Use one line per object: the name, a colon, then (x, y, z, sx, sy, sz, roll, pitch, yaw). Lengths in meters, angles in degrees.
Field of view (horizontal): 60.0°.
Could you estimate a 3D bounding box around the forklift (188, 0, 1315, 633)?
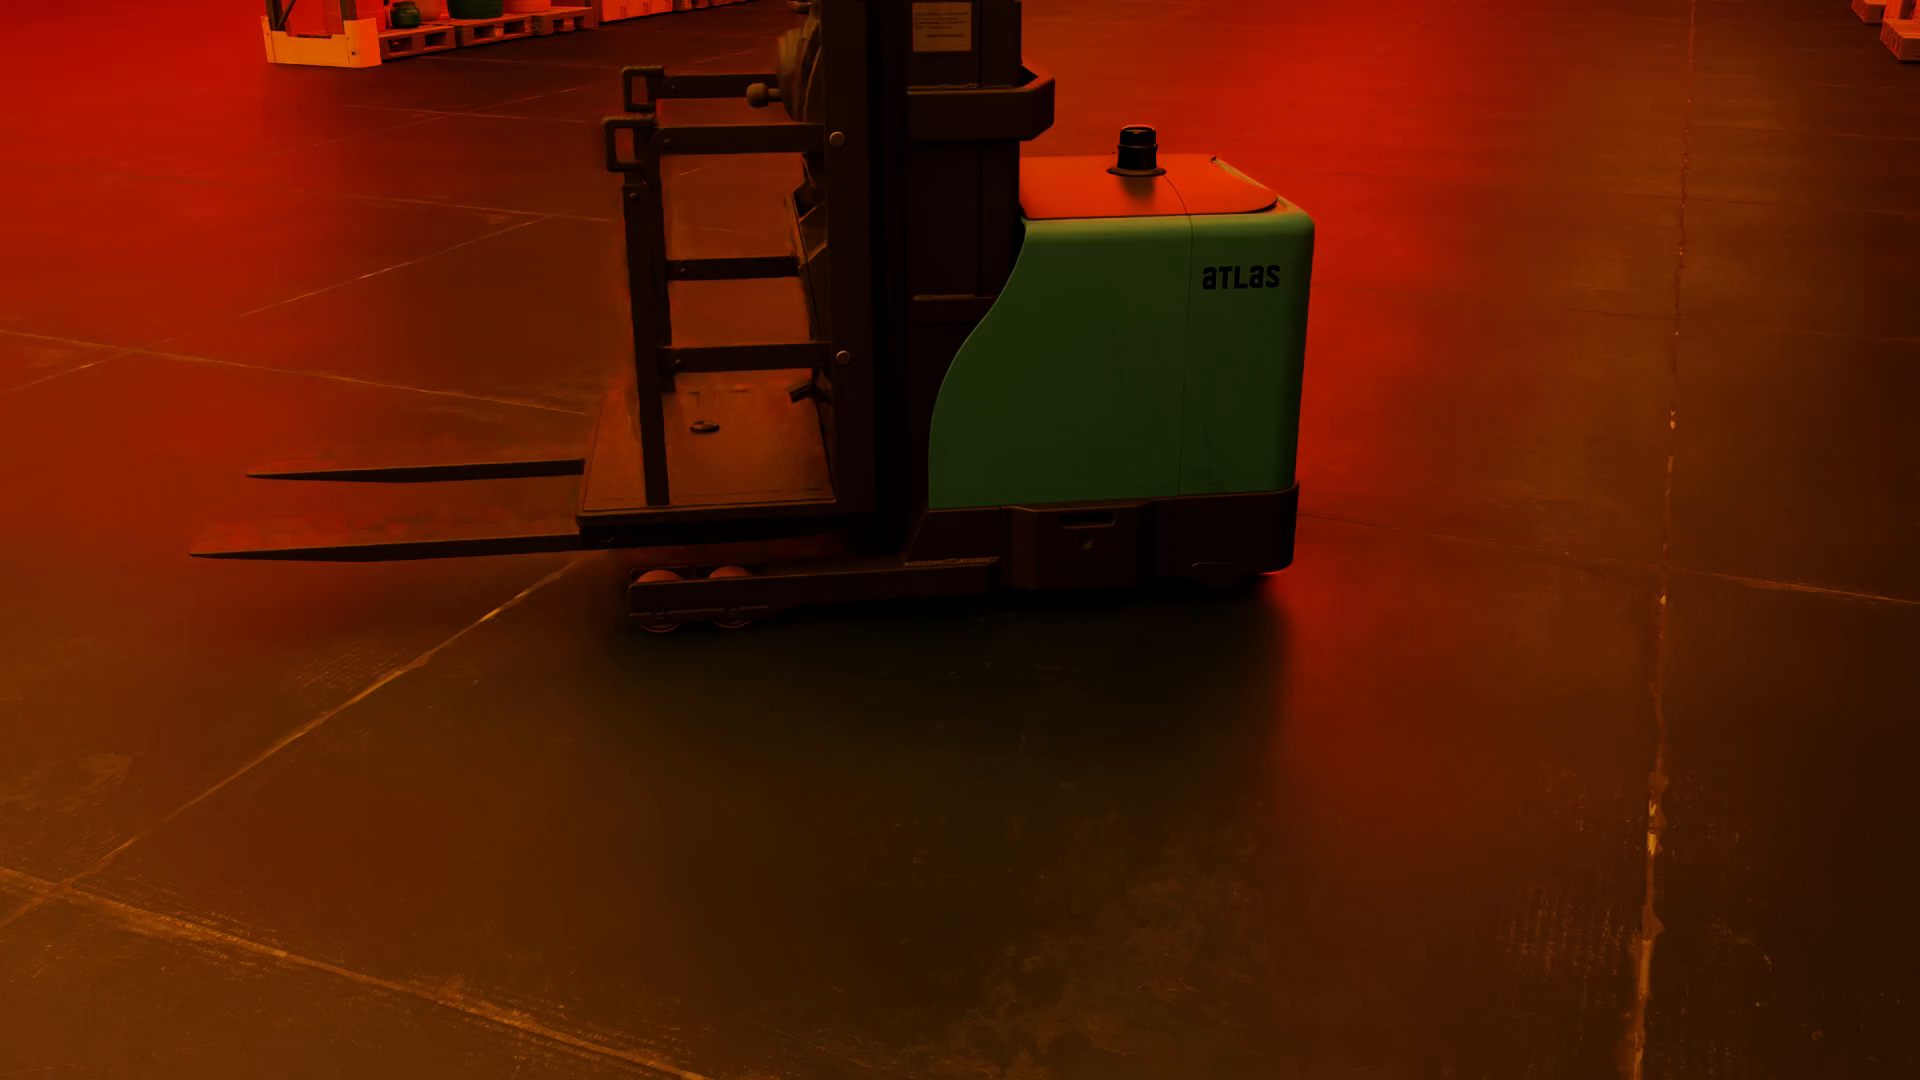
forklift: (-0.604, -1.319, 4.448, 3.031, 2.935, 1.130, -3, 23, -7)
